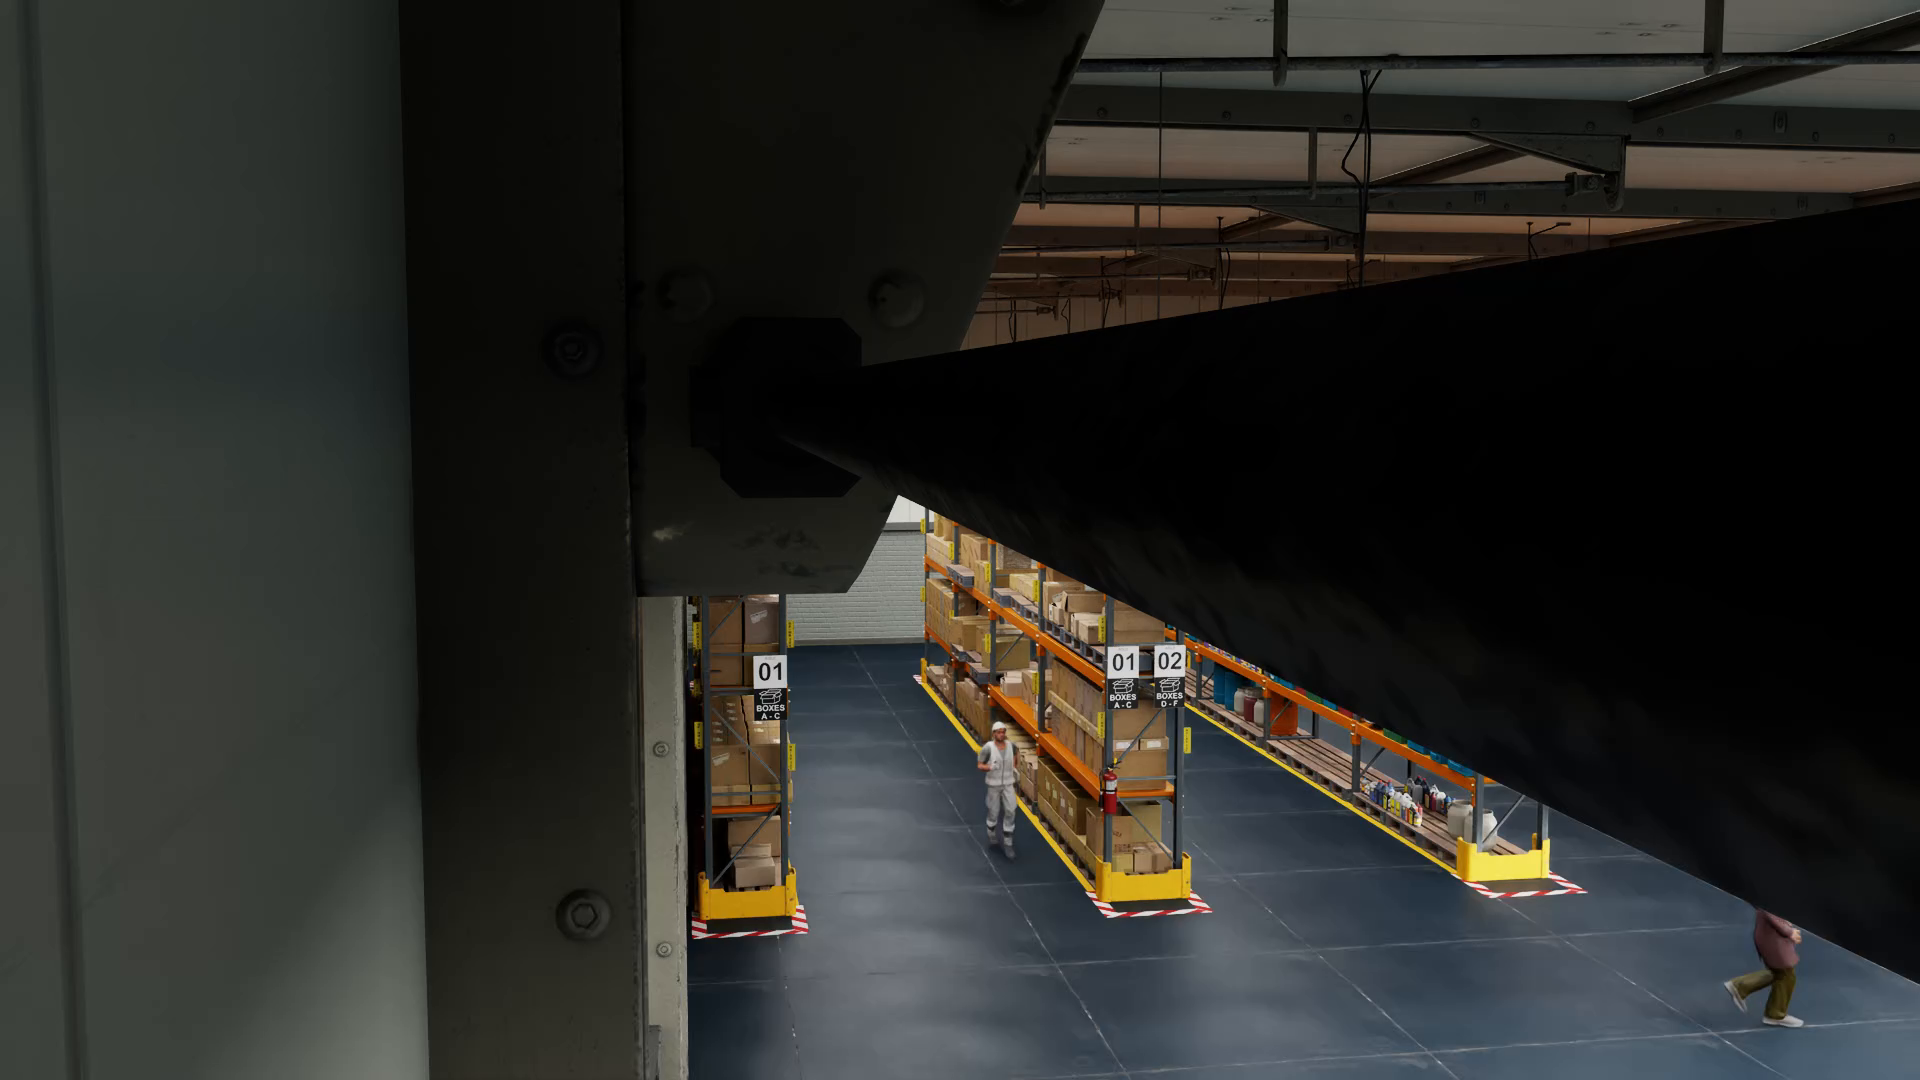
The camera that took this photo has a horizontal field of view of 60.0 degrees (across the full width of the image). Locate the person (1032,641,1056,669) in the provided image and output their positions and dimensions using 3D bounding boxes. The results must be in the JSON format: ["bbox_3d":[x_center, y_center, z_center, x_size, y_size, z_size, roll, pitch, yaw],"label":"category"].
[{"bbox_3d":[1.810,2.099,35.706,0.680,1.638,0.642,-2,5,-21],"label":"person"}]

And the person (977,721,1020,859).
[{"bbox_3d":[0.543,3.411,22.930,0.638,1.840,0.774,-1,5,-12],"label":"person"}]

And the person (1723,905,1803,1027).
[{"bbox_3d":[8.077,3.994,16.636,0.734,1.745,0.723,1,5,13],"label":"person"}]
